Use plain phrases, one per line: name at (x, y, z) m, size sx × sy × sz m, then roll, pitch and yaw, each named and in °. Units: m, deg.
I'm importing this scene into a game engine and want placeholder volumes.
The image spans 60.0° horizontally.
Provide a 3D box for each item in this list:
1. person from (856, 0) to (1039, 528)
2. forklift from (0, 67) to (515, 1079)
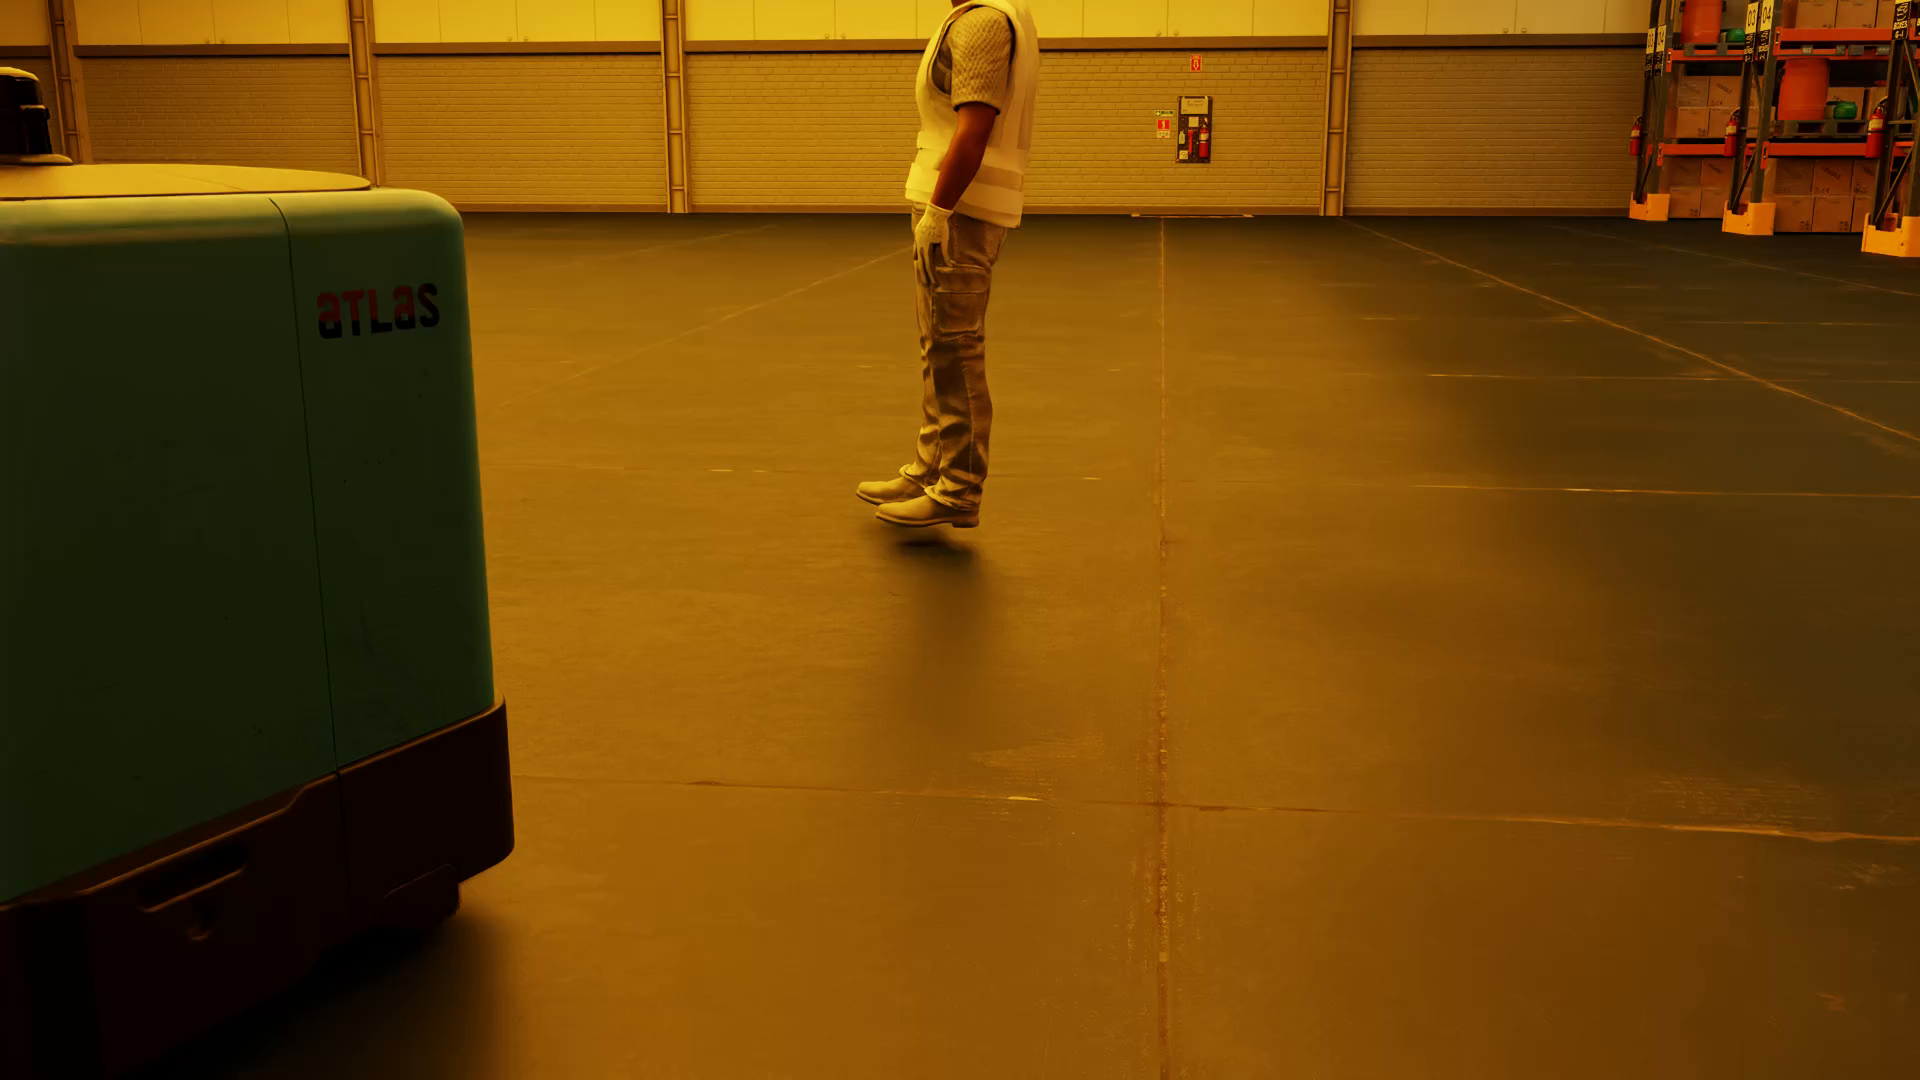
person at (-0.071, -0.918, 4.749) m, size 0.575 × 1.784 × 0.657 m, roll 2°, pitch 13°, yaw 7°
forklift at (-1.839, -0.639, 1.244) m, size 1.130 × 2.935 × 3.031 m, roll 7°, pitch 15°, yaw 28°
